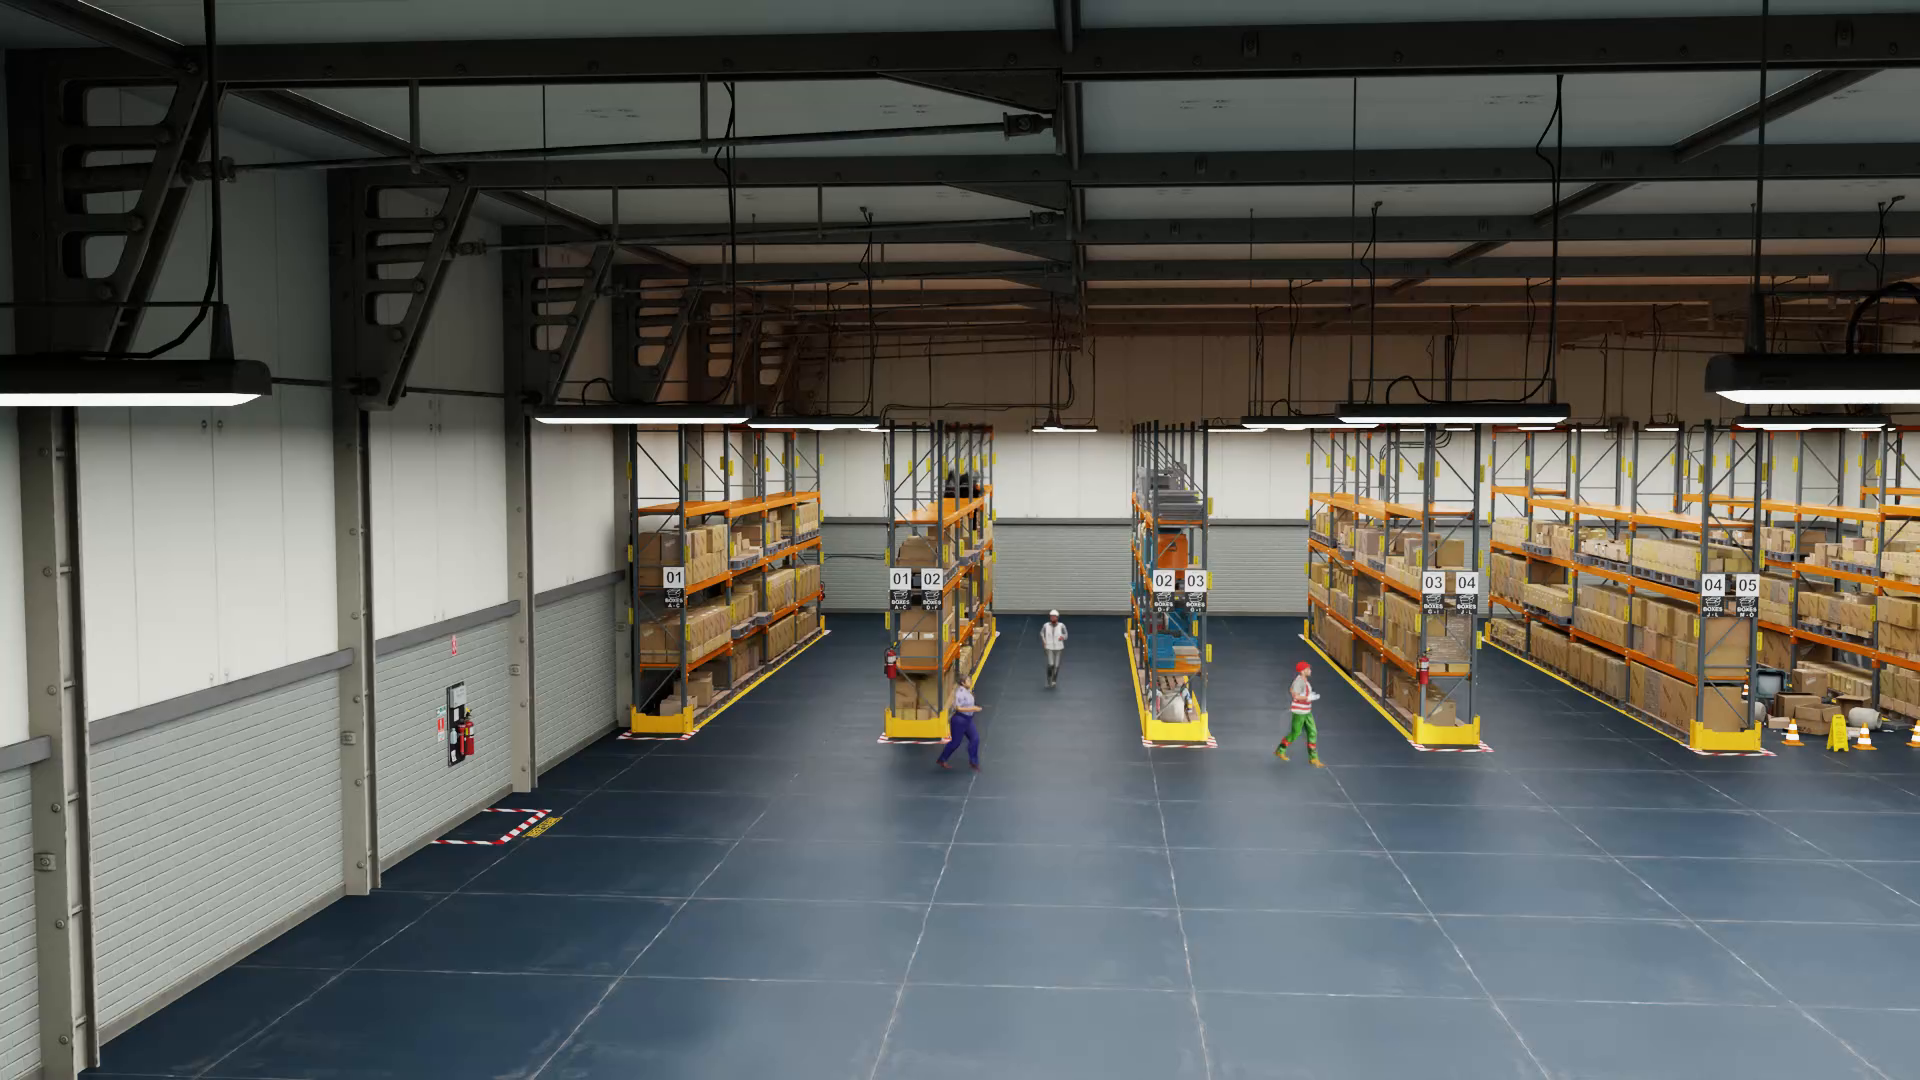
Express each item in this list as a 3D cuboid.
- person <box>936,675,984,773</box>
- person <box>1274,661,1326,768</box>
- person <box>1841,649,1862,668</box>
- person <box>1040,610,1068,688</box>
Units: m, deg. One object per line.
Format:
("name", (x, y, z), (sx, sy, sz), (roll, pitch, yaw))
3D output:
("person", (0.014, 3.124, 28.231), (0.836, 1.699, 0.564), (1, 4, 22))
("person", (5.862, 3.005, 28.717), (0.897, 1.821, 0.627), (2, 4, 29))
("person", (21.206, 2.368, 39.510), (0.596, 1.740, 0.720), (0, 4, 1))
("person", (2.138, 2.473, 37.590), (0.632, 1.784, 0.698), (0, 4, 1))
